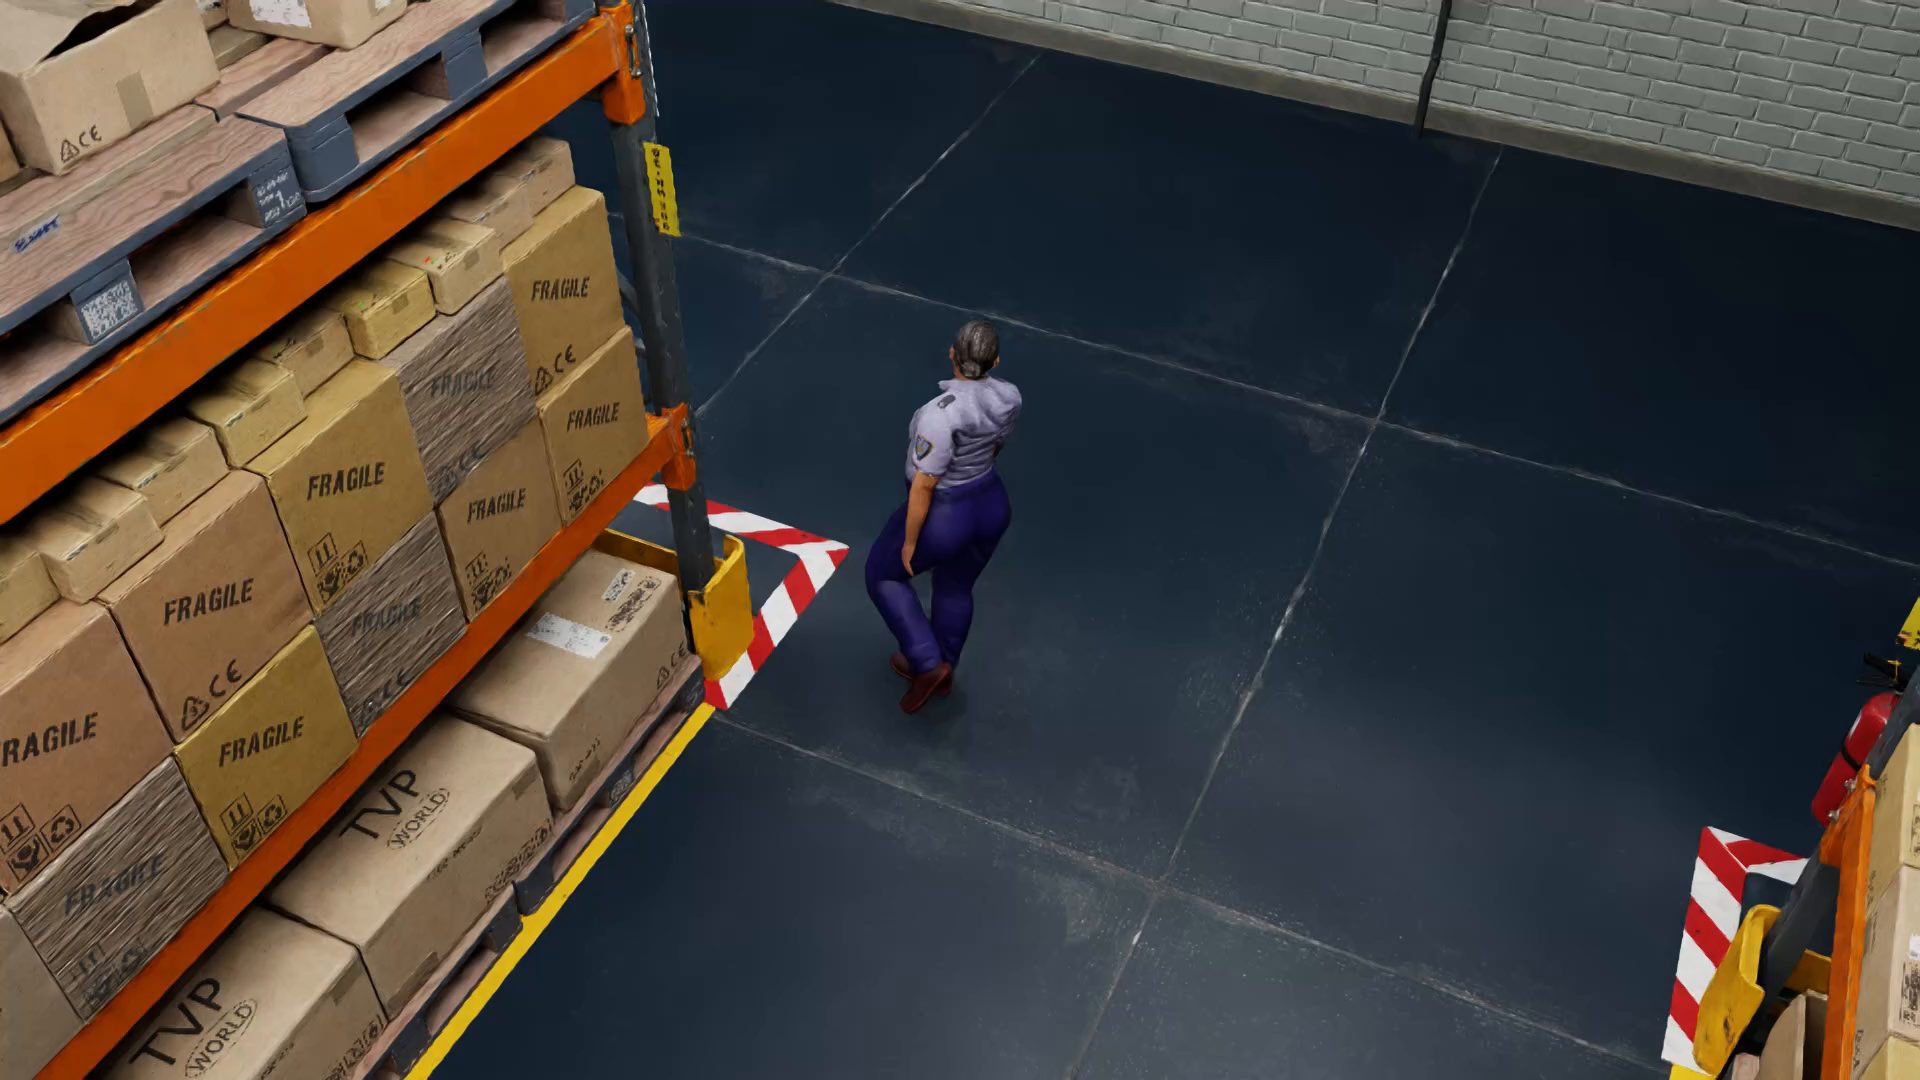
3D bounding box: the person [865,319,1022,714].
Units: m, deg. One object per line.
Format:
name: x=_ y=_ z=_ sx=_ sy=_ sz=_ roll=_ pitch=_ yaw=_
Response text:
person: x=-0.046 y=-0.073 z=6.255 sx=0.660 sy=1.604 sz=0.493 roll=-28 pitch=49 yaw=-27
